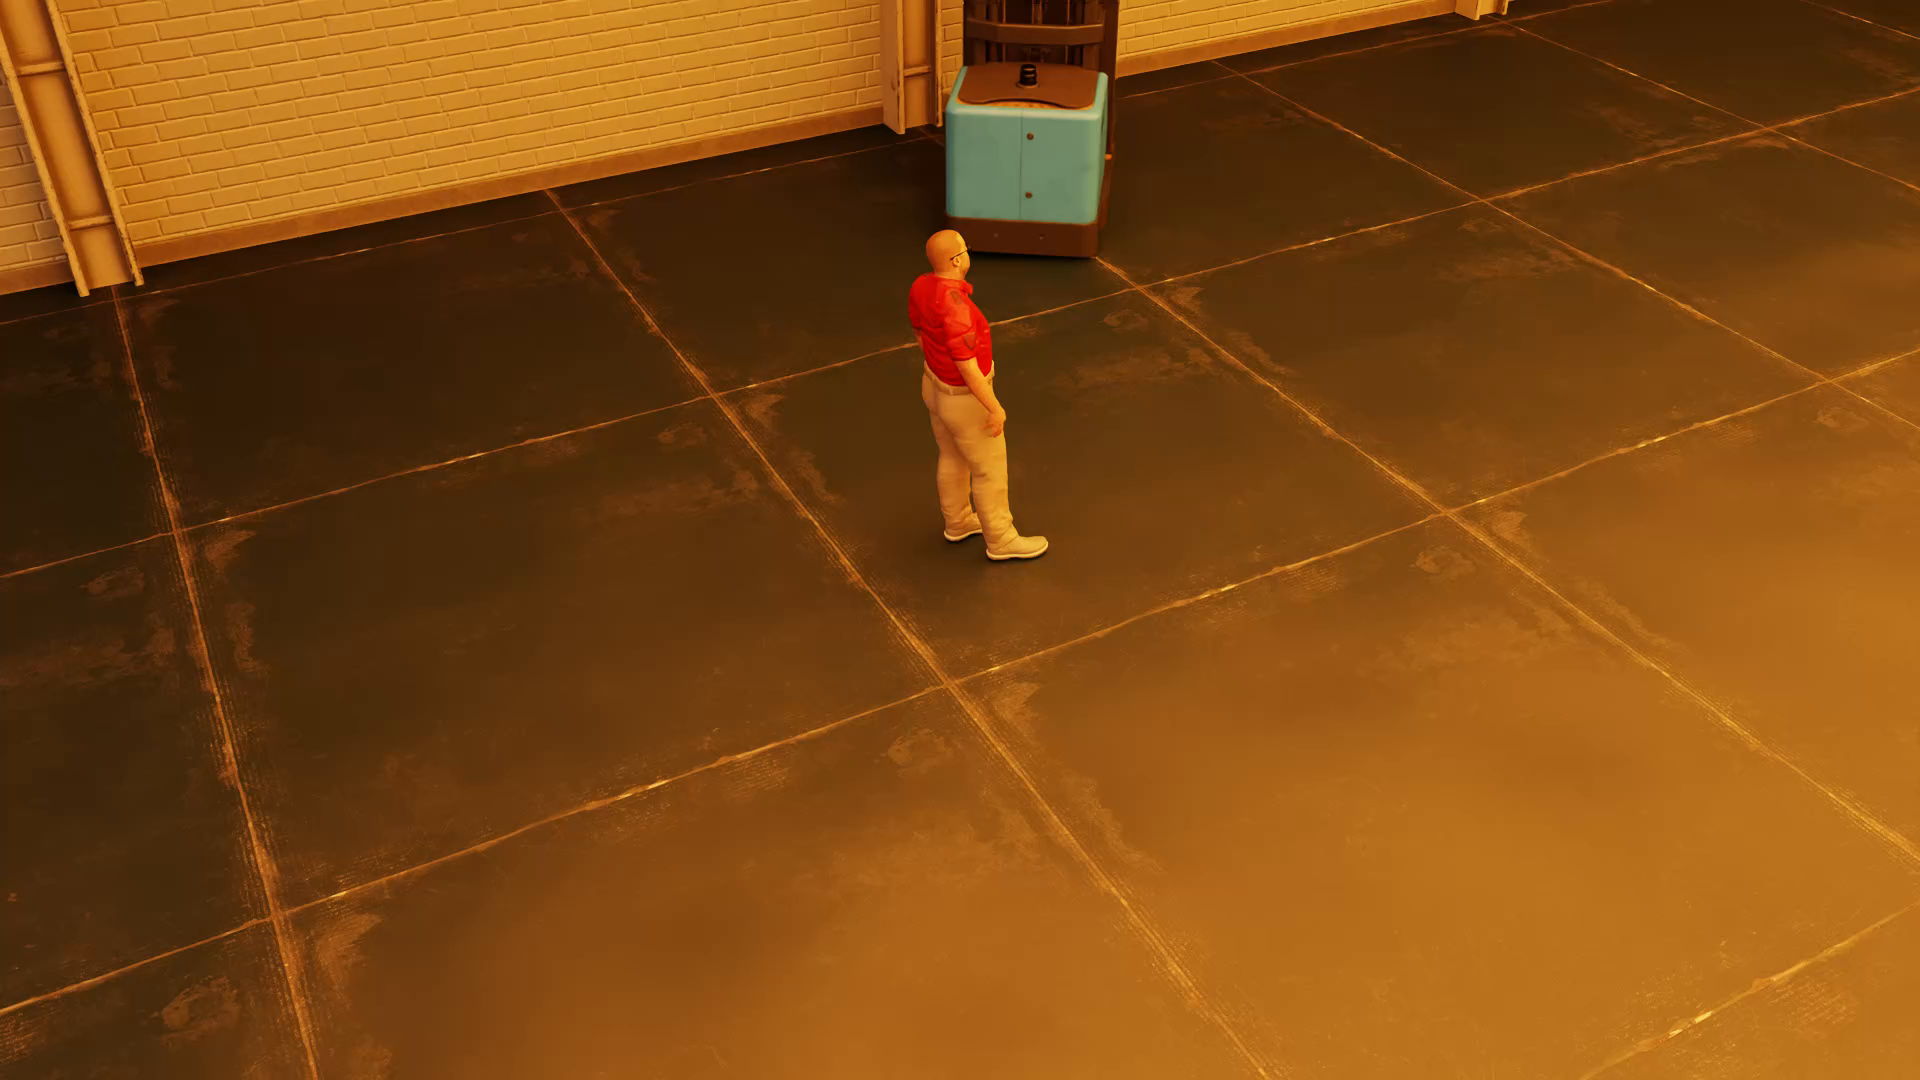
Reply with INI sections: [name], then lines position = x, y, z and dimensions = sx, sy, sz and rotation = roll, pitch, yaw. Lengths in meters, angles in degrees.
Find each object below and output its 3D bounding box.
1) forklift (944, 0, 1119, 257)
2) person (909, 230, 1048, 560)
[forklift]
position = 0.594, -3.946, 11.705
dimensions = 1.130, 2.935, 3.031
rotation = 4, 35, 6
[person]
position = 0.085, -0.731, 8.185
dimensions = 0.550, 1.727, 0.642
rotation = -17, 39, -23
